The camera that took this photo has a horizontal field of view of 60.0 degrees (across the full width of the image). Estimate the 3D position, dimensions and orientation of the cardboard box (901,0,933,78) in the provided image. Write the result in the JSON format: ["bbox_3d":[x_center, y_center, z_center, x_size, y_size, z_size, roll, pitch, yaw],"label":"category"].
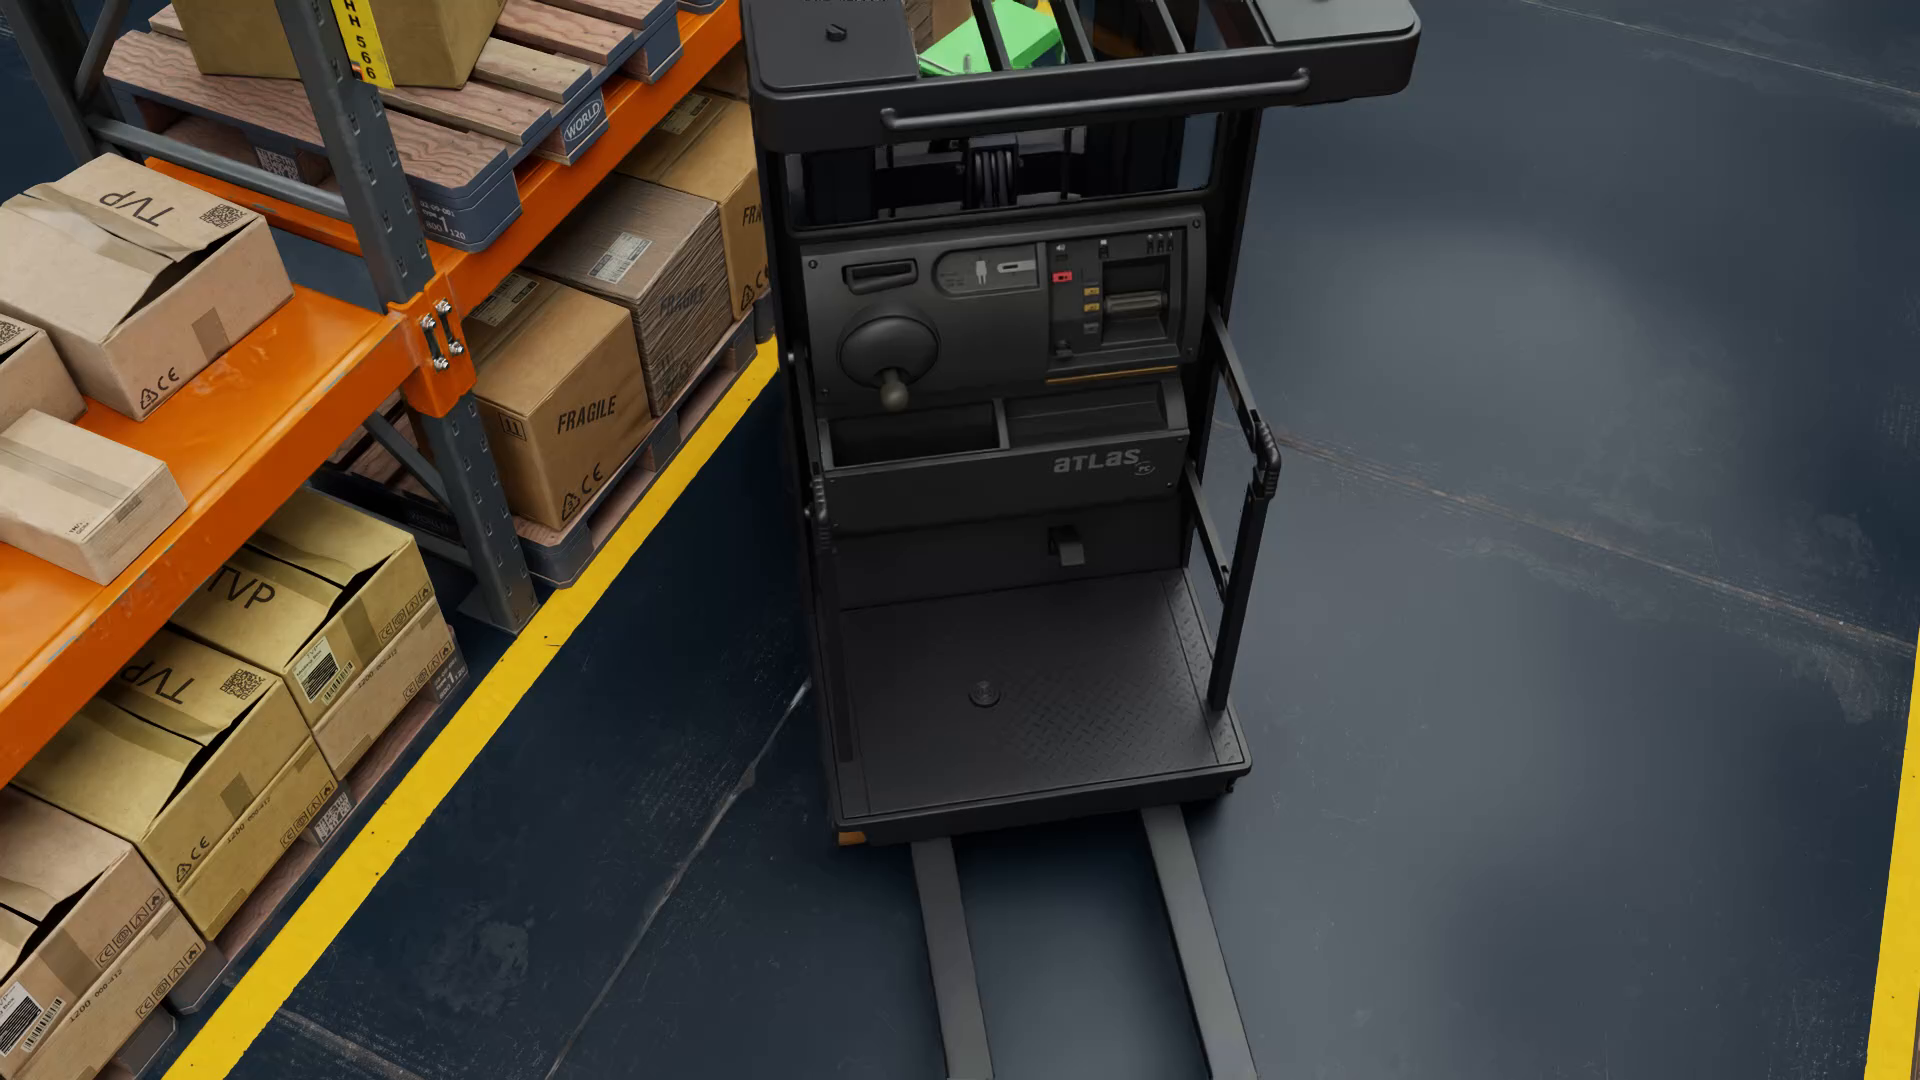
[{"bbox_3d":[-0.433,-1.856,6.212,0.500,0.500,0.500,20,53,17],"label":"cardboard box"}]

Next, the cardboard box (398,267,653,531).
[{"bbox_3d":[-1.303,-0.438,5.006,0.500,0.500,0.500,22,53,18],"label":"cardboard box"}]

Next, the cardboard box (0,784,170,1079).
[{"bbox_3d":[-2.192,0.836,3.731,0.500,0.311,0.500,19,52,16],"label":"cardboard box"}]

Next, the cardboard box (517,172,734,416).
[{"bbox_3d":[-1.085,-0.800,5.314,0.500,0.500,0.500,18,52,15],"label":"cardboard box"}]

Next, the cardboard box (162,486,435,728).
[{"bbox_3d":[-1.757,0.129,4.332,0.500,0.311,0.500,21,53,17],"label":"cardboard box"}]

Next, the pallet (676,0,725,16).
[{"bbox_3d":[-0.930,-2.164,5.248,1.003,0.211,1.213,20,52,16],"label":"pallet"}]

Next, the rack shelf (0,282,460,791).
[{"bbox_3d":[-2.611,0.725,3.136,1.077,0.370,4.000,20,52,16],"label":"rack shelf"}]

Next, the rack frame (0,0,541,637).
[{"bbox_3d":[-1.756,-0.885,4.034,1.000,3.000,0.127,20,52,16],"label":"rack frame"}]

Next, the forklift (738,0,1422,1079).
[{"bbox_3d":[0.147,-0.424,3.686,1.130,2.935,3.031,-7,50,-6],"label":"forklift"}]

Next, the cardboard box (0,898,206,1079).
[{"bbox_3d":[-2.195,1.013,3.948,0.500,0.250,0.500,21,53,17],"label":"cardboard box"}]

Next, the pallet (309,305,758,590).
[{"bbox_3d":[-1.403,-0.483,5.523,1.003,0.211,1.213,20,52,16],"label":"pallet"}]

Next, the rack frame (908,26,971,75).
[{"bbox_3d":[-0.066,-1.091,5.391,0.240,1.200,0.015,31,56,24],"label":"rack frame"}]

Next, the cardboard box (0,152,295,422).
[{"bbox_3d":[-1.951,-0.620,3.867,0.500,0.311,0.500,23,53,18],"label":"cardboard box"}]

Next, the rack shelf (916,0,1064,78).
[{"bbox_3d":[0.085,-1.507,5.198,0.258,0.148,0.480,31,56,24],"label":"rack shelf"}]

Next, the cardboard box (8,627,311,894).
[{"bbox_3d":[-1.974,0.489,4.026,0.500,0.311,0.500,19,52,16],"label":"cardboard box"}]

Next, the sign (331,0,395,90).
[{"bbox_3d":[-1.253,-1.082,3.441,0.100,0.325,0.005,20,52,16],"label":"sign"}]

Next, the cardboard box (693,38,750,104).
[{"bbox_3d":[-0.648,-1.505,5.914,0.500,0.500,0.500,18,52,15],"label":"cardboard box"}]

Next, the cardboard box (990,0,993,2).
[{"bbox_3d":[0.001,-2.539,6.793,0.500,0.500,0.500,20,52,16],"label":"cardboard box"}]

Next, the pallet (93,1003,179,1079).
[{"bbox_3d":[-2.666,1.410,3.912,1.003,0.211,1.213,20,52,16],"label":"pallet"}]

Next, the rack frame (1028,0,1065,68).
[{"bbox_3d":[0.236,-1.384,5.639,0.240,1.200,0.015,31,56,24],"label":"rack frame"}]

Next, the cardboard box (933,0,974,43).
[{"bbox_3d":[-0.218,-2.201,6.506,0.500,0.500,0.500,20,52,16],"label":"cardboard box"}]

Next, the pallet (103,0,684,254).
[{"bbox_3d":[-1.530,-1.313,4.523,1.213,0.211,1.003,20,52,16],"label":"pallet"}]

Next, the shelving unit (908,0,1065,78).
[{"bbox_3d":[0.085,-1.237,5.515,0.258,1.200,0.503,31,56,24],"label":"shelving unit"}]

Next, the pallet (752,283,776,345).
[{"bbox_3d":[-0.881,-1.320,6.235,1.003,0.211,1.213,20,52,16],"label":"pallet"}]

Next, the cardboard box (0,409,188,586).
[{"bbox_3d":[-1.891,-0.095,3.526,0.380,0.149,0.250,20,52,16],"label":"cardboard box"}]

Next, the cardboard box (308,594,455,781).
[{"bbox_3d":[-1.761,0.311,4.545,0.500,0.250,0.500,21,53,17],"label":"cardboard box"}]

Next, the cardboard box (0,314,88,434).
[{"bbox_3d":[-2.314,-0.303,3.597,0.500,0.311,0.500,19,52,16],"label":"cardboard box"}]

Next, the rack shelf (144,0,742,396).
[{"bbox_3d":[-0.902,-2.029,5.480,1.077,0.370,4.000,20,52,16],"label":"rack shelf"}]

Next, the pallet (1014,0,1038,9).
[{"bbox_3d":[-0.361,-2.163,6.952,1.003,0.211,1.213,20,52,16],"label":"pallet"}]

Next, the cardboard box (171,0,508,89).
[{"bbox_3d":[-1.589,-1.524,4.236,0.700,0.500,0.500,4,50,4],"label":"cardboard box"}]

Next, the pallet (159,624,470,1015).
[{"bbox_3d":[-2.143,0.573,4.624,1.003,0.211,1.213,20,52,16],"label":"pallet"}]

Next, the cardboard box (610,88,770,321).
[{"bbox_3d":[-0.866,-1.144,5.606,0.500,0.500,0.500,19,52,16],"label":"cardboard box"}]

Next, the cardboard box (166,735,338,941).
[{"bbox_3d":[-1.978,0.668,4.242,0.500,0.250,0.500,19,52,16],"label":"cardboard box"}]
